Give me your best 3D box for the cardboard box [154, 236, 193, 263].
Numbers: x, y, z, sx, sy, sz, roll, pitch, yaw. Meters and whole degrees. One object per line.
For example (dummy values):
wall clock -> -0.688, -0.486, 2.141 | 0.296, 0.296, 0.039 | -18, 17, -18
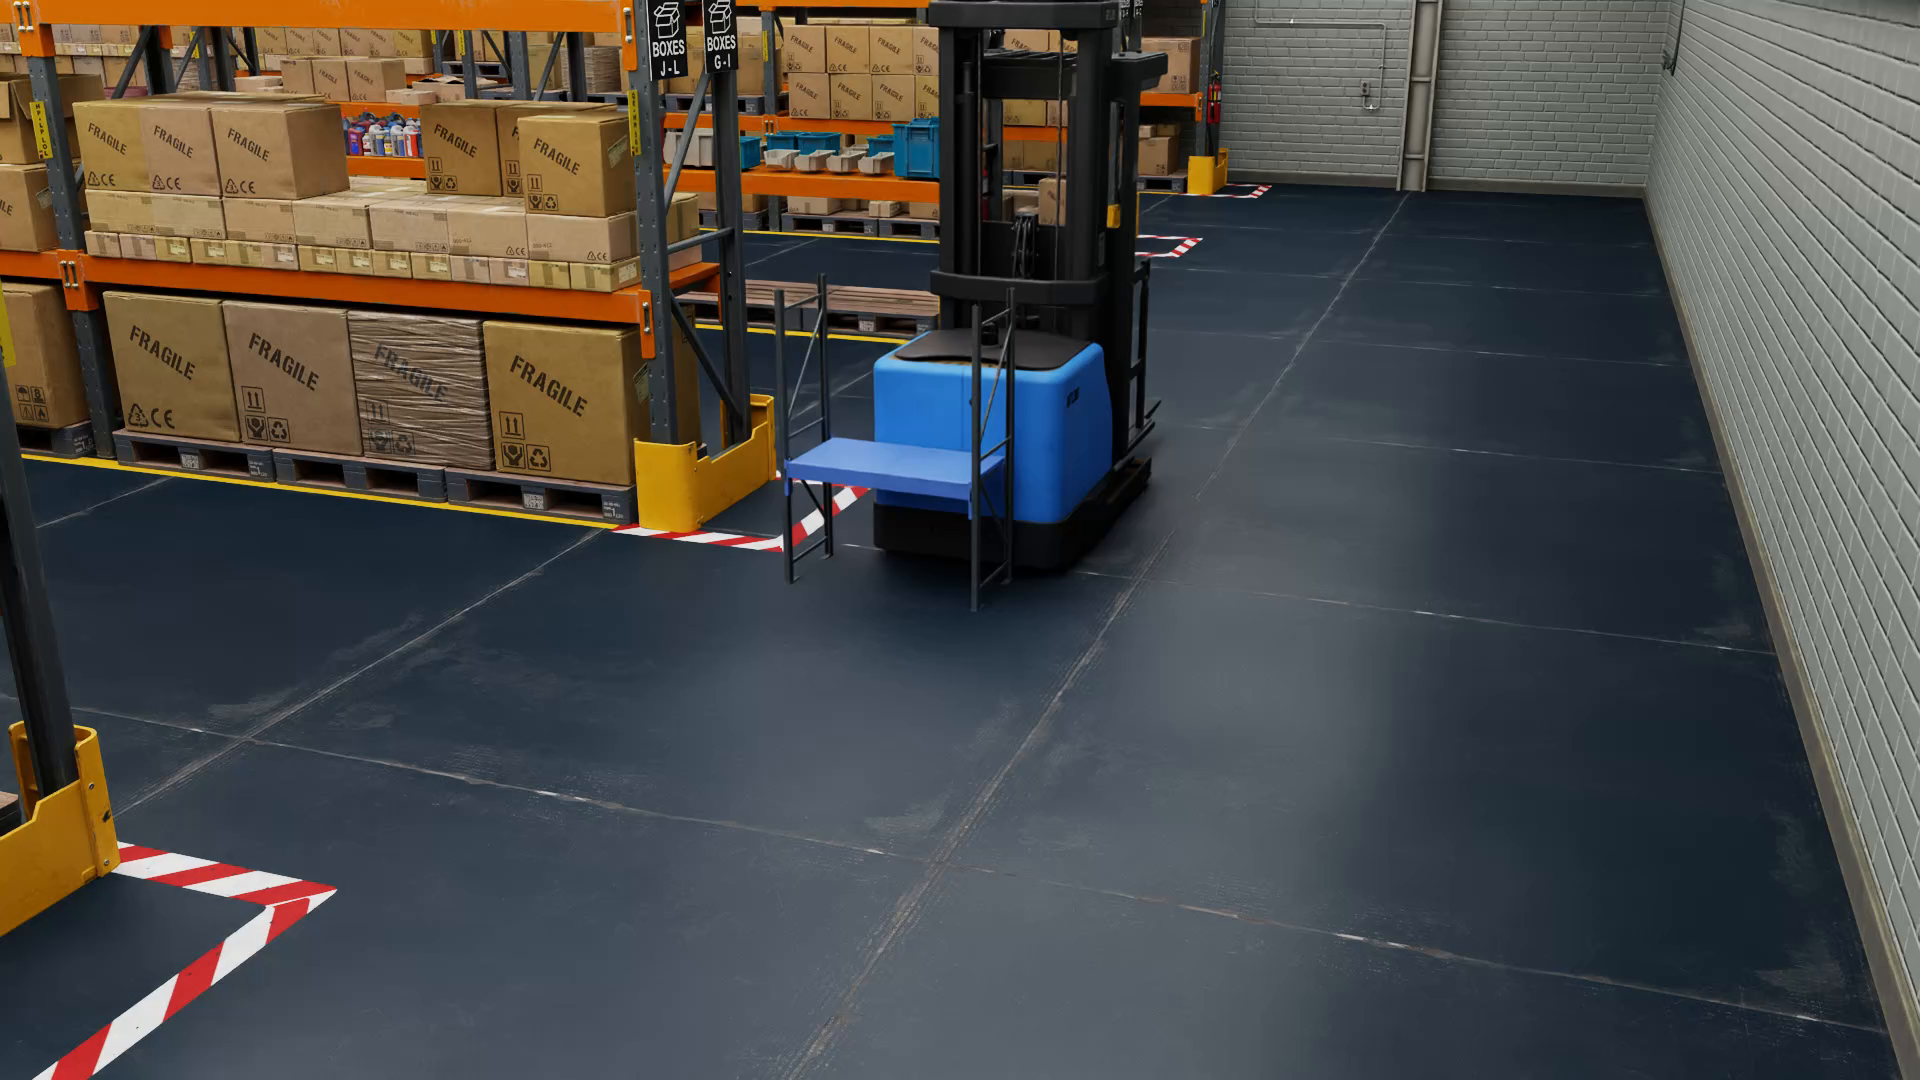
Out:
cardboard box -> -4.592, -1.773, 9.986 | 0.250, 0.149, 0.380 | 7, 20, 20

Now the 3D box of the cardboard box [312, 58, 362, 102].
cardboard box -> -7.871, -5.875, 21.222 | 0.500, 0.500, 0.500 | 7, 20, 18

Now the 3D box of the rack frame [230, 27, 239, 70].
rack frame -> -11.718, -8.000, 27.469 | 0.127, 3.000, 1.000 | 7, 20, 18

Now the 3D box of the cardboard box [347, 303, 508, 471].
cardboard box -> -2.971, -0.989, 9.945 | 0.875, 0.875, 0.875 | 7, 20, 18

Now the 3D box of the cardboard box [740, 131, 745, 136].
cardboard box -> -3.509, -6.199, 24.930 | 0.750, 0.750, 0.750 | 6, 20, 17

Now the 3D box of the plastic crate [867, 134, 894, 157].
plastic crate -> -0.602, -3.341, 14.266 | 0.300, 0.233, 0.416 | 7, 20, 18

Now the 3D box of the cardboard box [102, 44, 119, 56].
cardboard box -> -11.088, -6.481, 21.974 | 0.250, 0.149, 0.380 | 7, 20, 20

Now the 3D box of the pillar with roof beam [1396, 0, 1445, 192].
pillar with roof beam -> 4.818, -7.743, 17.618 | 0.400, 9.000, 9.100 | 7, 20, 18

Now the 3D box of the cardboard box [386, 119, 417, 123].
cardboard box -> -8.933, -6.695, 26.854 | 0.500, 0.500, 0.500 | 5, 20, 14

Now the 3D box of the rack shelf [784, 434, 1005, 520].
rack shelf -> -0.310, -0.324, 8.272 | 1.000, 0.185, 0.538 | 8, 21, 21

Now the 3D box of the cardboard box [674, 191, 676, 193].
cardboard box -> -3.503, -4.265, 19.883 | 0.500, 0.500, 0.500 | 7, 20, 19

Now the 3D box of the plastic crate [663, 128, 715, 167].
plastic crate -> -2.252, -3.373, 14.286 | 0.530, 0.282, 0.437 | 7, 20, 18

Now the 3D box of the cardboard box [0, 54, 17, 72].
cardboard box -> -12.903, -6.452, 22.877 | 0.500, 0.500, 0.700 | 7, 20, 18

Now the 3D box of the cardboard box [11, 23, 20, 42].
cardboard box -> -12.355, -7.004, 22.489 | 0.500, 0.500, 0.700 | 6, 20, 17

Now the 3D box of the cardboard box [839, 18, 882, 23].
cardboard box -> -1.388, -7.284, 23.642 | 0.500, 0.250, 0.500 | 7, 20, 19

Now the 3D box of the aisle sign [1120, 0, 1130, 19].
aisle sign -> 1.738, -5.856, 17.369 | 0.004, 0.787, 0.394 | 7, 20, 18

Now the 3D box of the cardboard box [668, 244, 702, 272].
cardboard box -> -1.708, -1.673, 9.702 | 0.250, 0.149, 0.380 | 7, 20, 19

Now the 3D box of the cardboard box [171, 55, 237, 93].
cardboard box -> -9.983, -6.120, 21.925 | 0.500, 0.500, 0.700 | 6, 20, 17

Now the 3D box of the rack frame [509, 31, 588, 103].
rack frame -> -3.634, -3.623, 14.913 | 0.127, 3.000, 1.000 | 7, 20, 18

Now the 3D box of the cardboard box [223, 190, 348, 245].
cardboard box -> -3.942, -1.911, 9.778 | 0.500, 0.250, 0.500 | 7, 20, 19

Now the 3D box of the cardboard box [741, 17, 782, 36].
cardboard box -> -2.835, -7.447, 24.110 | 0.500, 0.250, 0.500 | 7, 20, 18

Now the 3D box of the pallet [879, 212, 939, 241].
pallet -> -0.200, -3.640, 19.199 | 1.213, 0.211, 1.003 | 7, 20, 18

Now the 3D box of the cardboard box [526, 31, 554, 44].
cardboard box -> -6.312, -7.633, 25.597 | 0.500, 0.500, 0.700 | 10, 21, 26

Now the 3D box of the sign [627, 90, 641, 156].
sign -> -1.672, -2.143, 8.547 | 0.005, 0.325, 0.100 | 7, 20, 18

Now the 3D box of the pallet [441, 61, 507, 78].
pallet -> -7.265, -7.349, 25.894 | 1.213, 0.211, 1.003 | 7, 20, 18

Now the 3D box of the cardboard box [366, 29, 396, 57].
cardboard box -> -8.961, -7.867, 26.148 | 0.500, 0.500, 0.500 | 6, 20, 18

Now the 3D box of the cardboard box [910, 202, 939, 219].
cardboard box -> -0.228, -3.991, 19.091 | 0.637, 0.503, 0.797 | 7, 20, 18

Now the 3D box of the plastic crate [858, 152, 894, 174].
plastic crate -> -0.685, -3.127, 13.799 | 0.243, 0.136, 0.396 | 7, 20, 18

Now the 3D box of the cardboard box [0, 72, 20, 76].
cardboard box -> -6.510, -2.748, 10.727 | 0.637, 0.503, 0.797 | 7, 20, 19

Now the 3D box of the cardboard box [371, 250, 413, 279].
cardboard box -> -3.135, -1.606, 9.509 | 0.250, 0.149, 0.380 | 7, 20, 18

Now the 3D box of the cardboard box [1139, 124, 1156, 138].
cardboard box -> 2.521, -5.597, 22.751 | 0.250, 0.149, 0.380 | 6, 20, 17

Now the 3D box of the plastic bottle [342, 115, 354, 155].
plastic bottle -> -5.650, -3.716, 15.256 | 0.185, 0.351, 0.144 | 7, 20, 18

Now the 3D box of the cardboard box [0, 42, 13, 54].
cardboard box -> -12.790, -6.676, 22.533 | 0.250, 0.149, 0.380 | 6, 20, 17

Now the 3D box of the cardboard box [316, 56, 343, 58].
cardboard box -> -9.910, -7.623, 26.586 | 0.500, 0.250, 0.500 | 7, 20, 19

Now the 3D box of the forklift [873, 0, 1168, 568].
forklift -> 0.516, -1.689, 9.468 | 1.130, 2.935, 3.031 | 7, 20, 18

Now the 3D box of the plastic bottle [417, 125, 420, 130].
plastic bottle -> -4.910, -3.639, 15.155 | 0.097, 0.271, 0.097 | 0, 19, 0

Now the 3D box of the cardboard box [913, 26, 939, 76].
cardboard box -> -0.191, -5.377, 18.274 | 0.500, 0.500, 0.500 | 7, 20, 20

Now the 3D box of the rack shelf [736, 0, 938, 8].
rack shelf -> -1.744, -4.484, 13.918 | 4.000, 0.370, 1.077 | 7, 20, 18

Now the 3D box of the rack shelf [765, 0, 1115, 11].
rack shelf -> -0.115, -6.024, 18.335 | 4.000, 0.370, 1.077 | 7, 20, 18

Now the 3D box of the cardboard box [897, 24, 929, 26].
cardboard box -> -0.481, -5.599, 18.911 | 0.500, 0.500, 0.500 | 7, 20, 18

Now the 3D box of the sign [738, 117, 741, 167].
sign -> -1.293, -2.269, 9.594 | 0.005, 0.325, 0.100 | 7, 20, 18

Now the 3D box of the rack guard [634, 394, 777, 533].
rack guard -> -1.458, -0.468, 9.660 | 0.348, 0.500, 1.175 | 7, 20, 18

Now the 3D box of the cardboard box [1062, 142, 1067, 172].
cardboard box -> 1.754, -5.442, 23.291 | 0.500, 0.500, 0.700 | 6, 20, 16

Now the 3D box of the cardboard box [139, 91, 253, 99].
cardboard box -> -4.737, -2.540, 10.444 | 0.500, 0.500, 0.500 | 7, 20, 20

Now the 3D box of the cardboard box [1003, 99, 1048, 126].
cardboard box -> 0.770, -4.797, 18.128 | 0.500, 0.500, 0.500 | 7, 20, 19

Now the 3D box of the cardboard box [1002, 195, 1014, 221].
cardboard box -> 0.292, -3.734, 18.741 | 0.500, 0.250, 0.500 | 7, 20, 18

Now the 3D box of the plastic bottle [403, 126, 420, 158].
plastic bottle -> -4.934, -3.601, 15.037 | 0.135, 0.276, 0.152 | 7, 20, 18

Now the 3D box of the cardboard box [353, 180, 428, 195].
cardboard box -> -3.307, -2.021, 10.092 | 0.500, 0.250, 0.500 | 6, 20, 17

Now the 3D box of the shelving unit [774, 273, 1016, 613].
shelving unit -> -0.310, -0.493, 8.213 | 1.048, 1.500, 0.538 | 8, 21, 21

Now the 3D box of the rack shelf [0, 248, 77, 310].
rack shelf -> -7.148, -1.960, 11.234 | 4.000, 0.370, 1.077 | 7, 20, 18

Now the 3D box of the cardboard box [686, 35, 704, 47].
cardboard box -> -3.786, -7.201, 24.542 | 0.500, 0.500, 0.500 | 7, 20, 20
